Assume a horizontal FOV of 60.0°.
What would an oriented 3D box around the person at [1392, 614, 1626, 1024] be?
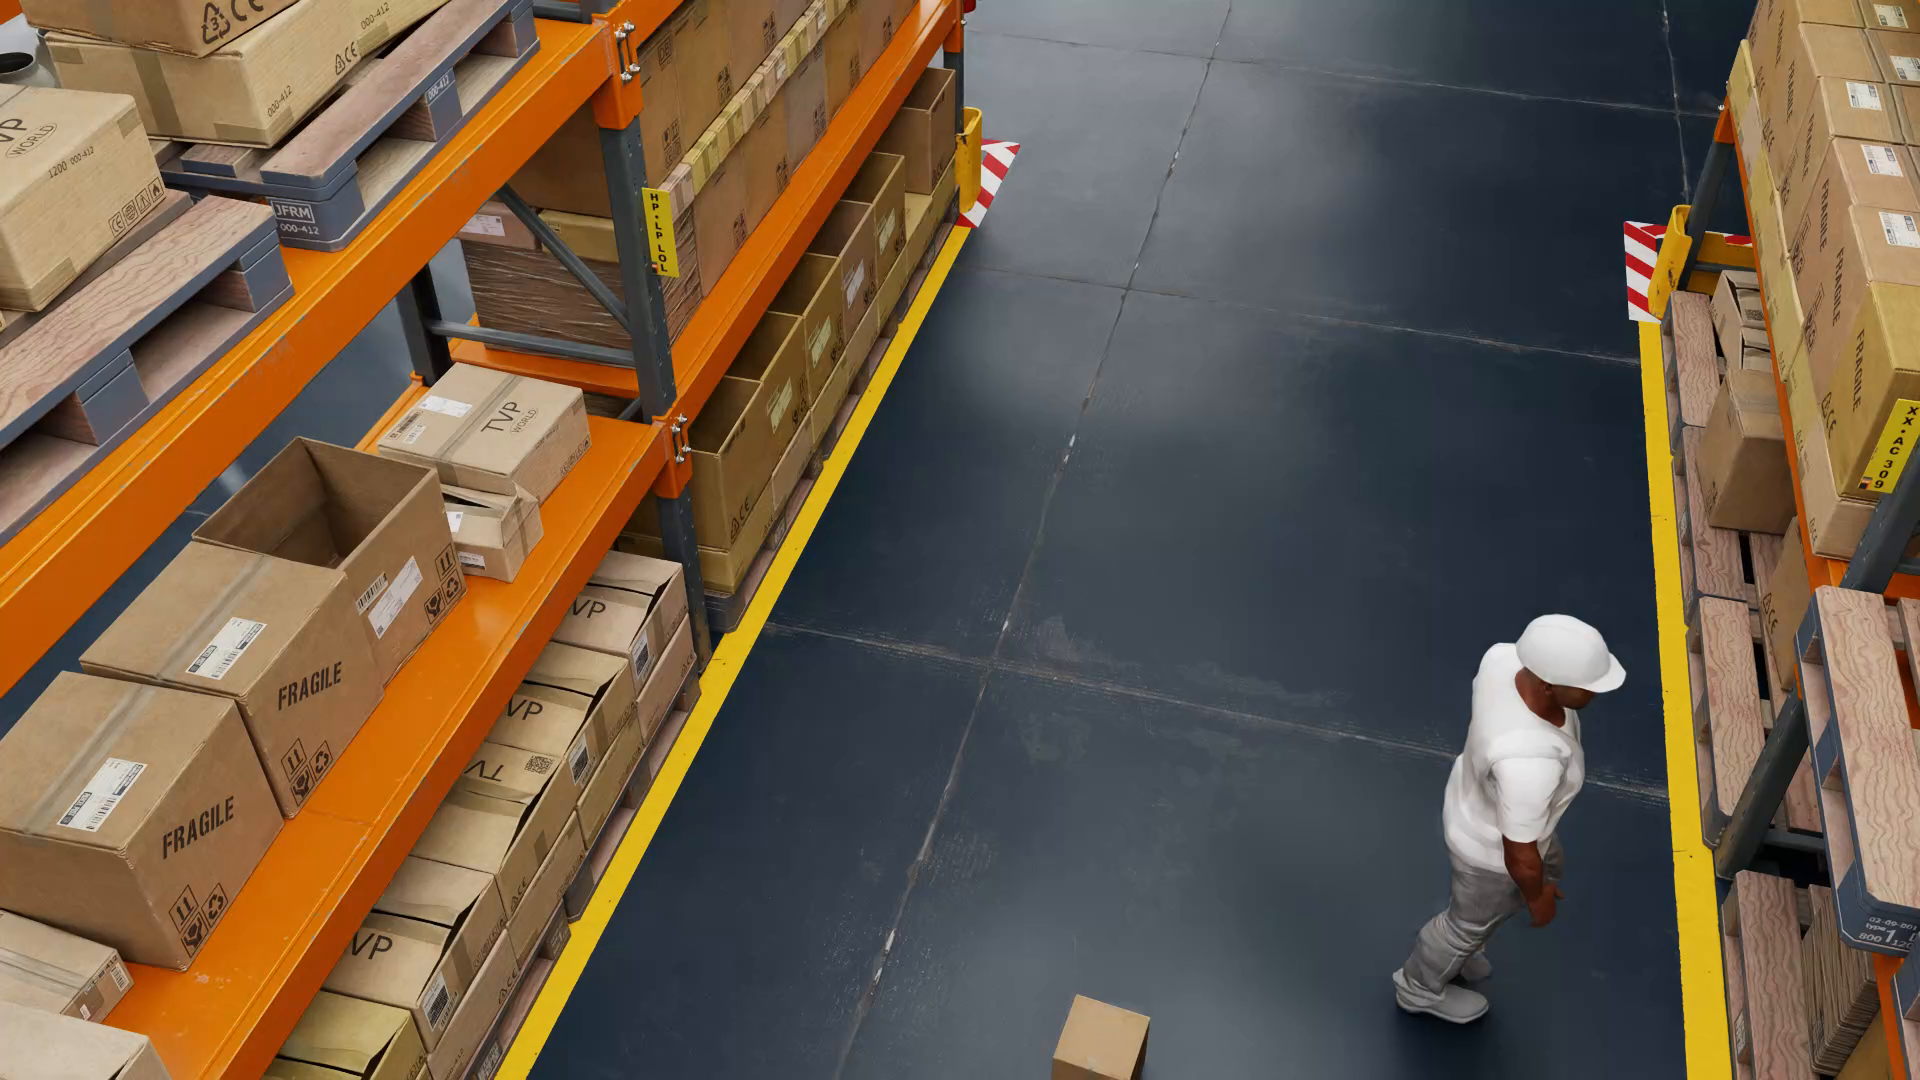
[{"bbox_3d":[1.691,0.893,5.107,0.457,1.804,0.635,9,42,11],"label":"person"}]
